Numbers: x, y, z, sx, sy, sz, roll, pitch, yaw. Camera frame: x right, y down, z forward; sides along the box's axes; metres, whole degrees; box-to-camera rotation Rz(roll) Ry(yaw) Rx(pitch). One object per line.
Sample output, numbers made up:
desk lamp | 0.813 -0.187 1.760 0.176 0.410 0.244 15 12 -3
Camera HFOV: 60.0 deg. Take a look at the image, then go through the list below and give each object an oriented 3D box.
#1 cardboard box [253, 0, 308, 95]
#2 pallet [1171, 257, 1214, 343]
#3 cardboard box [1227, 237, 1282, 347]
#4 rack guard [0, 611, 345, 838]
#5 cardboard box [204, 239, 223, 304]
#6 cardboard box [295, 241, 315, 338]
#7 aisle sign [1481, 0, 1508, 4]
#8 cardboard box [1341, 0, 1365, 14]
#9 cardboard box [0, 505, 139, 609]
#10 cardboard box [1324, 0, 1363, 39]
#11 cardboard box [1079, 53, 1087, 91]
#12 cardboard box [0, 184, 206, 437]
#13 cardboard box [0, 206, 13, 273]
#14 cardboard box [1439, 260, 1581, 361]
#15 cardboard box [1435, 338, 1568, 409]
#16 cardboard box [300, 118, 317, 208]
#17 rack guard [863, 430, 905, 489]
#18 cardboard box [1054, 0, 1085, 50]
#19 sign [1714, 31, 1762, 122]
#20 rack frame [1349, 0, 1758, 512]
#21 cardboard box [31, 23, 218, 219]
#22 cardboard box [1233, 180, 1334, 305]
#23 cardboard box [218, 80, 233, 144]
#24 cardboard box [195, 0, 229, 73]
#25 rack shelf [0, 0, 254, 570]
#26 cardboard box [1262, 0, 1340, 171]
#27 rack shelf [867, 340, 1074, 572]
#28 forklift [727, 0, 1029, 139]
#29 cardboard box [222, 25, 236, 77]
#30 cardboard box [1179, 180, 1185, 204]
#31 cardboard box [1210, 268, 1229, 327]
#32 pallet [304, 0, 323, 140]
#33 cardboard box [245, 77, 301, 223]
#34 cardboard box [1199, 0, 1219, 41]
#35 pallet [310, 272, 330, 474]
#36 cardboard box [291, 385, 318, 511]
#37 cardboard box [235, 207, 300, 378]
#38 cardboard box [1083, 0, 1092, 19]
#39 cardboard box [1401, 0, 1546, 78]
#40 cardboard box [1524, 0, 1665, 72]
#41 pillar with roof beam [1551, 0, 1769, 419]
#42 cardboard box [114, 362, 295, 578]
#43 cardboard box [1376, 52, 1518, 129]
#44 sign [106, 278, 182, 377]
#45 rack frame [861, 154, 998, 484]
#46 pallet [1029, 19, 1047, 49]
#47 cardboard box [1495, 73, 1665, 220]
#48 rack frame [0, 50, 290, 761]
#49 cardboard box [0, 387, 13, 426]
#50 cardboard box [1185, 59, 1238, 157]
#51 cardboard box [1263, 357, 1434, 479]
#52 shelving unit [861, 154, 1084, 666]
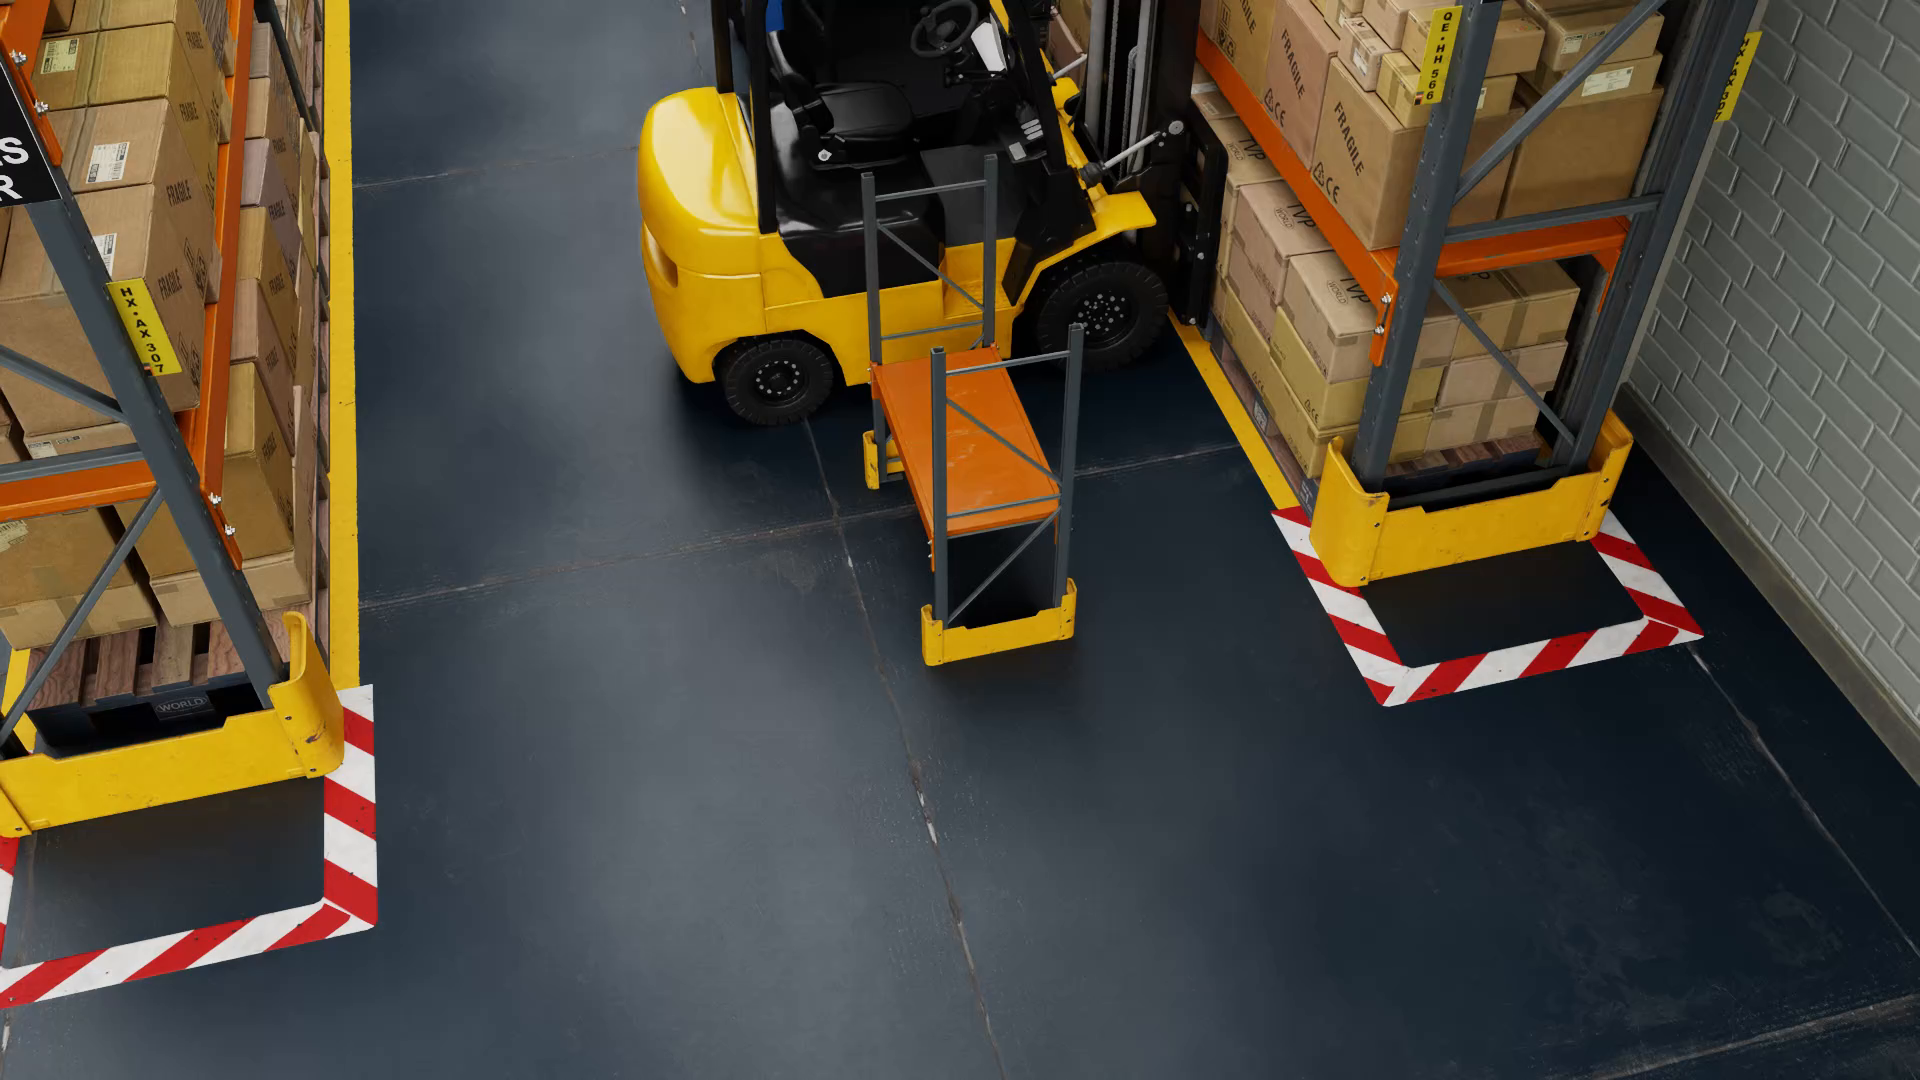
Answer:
cardboard box | -3.952 -2.535 8.680 0.950 0.372 0.625 -10 46 -10
pallet | 1.461 -1.479 8.052 1.003 0.211 1.213 -11 47 -10
cardboard box | 1.462 -1.081 6.990 0.500 0.250 0.500 -11 47 -11
rack guard | -2.811 0.638 5.774 1.175 0.500 0.348 -11 47 -10
cardboard box | -2.766 -0.922 5.729 0.380 0.149 0.250 -10 46 -10
cardboard box | -3.132 -1.054 7.314 0.500 0.250 0.500 -10 46 -10
aisle sign | 1.739 -1.905 4.697 0.394 0.787 0.004 -11 47 -10
cardboard box | 1.525 -2.010 5.887 0.380 0.149 0.250 -10 46 -9
cardboard box | -3.248 -0.137 5.890 0.500 0.500 0.500 -10 46 -10
cardboard box | 1.545 -1.906 5.993 0.380 0.149 0.250 -10 46 -10
cardboard box | 0.931 -2.298 8.533 0.500 0.250 0.500 -12 47 -11
cardboard box | -2.644 -0.701 5.059 0.500 0.500 0.500 -11 47 -11
cardboard box | -3.133 -0.986 4.638 0.700 0.500 0.500 -12 47 -11
cardboard box | 2.066 -0.995 6.556 0.500 0.250 0.500 -11 47 -11
cardboard box | 2.087 -0.817 6.731 0.500 0.250 0.500 -10 46 -10
cardboard box | -3.404 -1.771 8.017 0.500 0.250 0.500 -9 46 -9
rack guard | -0.108 -0.379 6.946 0.587 0.250 0.087 -11 47 -10
cardboard box | 0.808 -2.825 8.700 0.500 0.250 0.500 -11 47 -11
sign | 2.544 -1.522 5.480 0.100 0.325 0.005 -11 47 -10
rack frame | 2.006 -1.094 5.722 1.000 3.000 0.127 -11 47 -10
cardboard box | -2.912 -1.410 5.753 0.500 0.500 0.500 -12 47 -11
cardboard box | 1.450 -1.241 6.797 0.500 0.250 0.500 -10 46 -10
cardboard box | -3.037 -1.638 6.431 0.380 0.149 0.250 -10 46 -10
cardboard box | -3.185 -2.112 6.441 0.500 0.500 0.500 -10 46 -9
rack shelf | -3.303 -1.313 6.440 1.077 0.370 4.000 -11 47 -10
cardboard box | 1.503 -1.781 6.325 0.500 0.500 0.500 -9 46 -9
rack shelf | 0.022 -0.340 6.285 0.538 0.185 1.000 -11 47 -10
forklift | -0.285 -3.235 7.868 1.130 2.935 3.031 -18 48 -16
cardboard box | -3.175 -1.991 6.777 0.380 0.149 0.250 -11 47 -11
cardboard box | 1.184 -1.780 7.675 0.500 0.250 0.500 -11 47 -10
cardboard box | 1.343 -1.238 7.494 0.500 0.250 0.500 -10 46 -10
pallet | -4.016 -2.507 9.059 1.003 0.211 1.213 -11 47 -10
cardboard box | -3.272 -1.683 7.405 0.500 0.500 0.500 -10 46 -10
cardboard box | 1.232 -2.480 7.010 0.500 0.500 0.500 -10 46 -10
pallet | -3.293 -0.669 7.258 1.003 0.211 1.213 -11 47 -10
cardboard box | -2.854 -0.330 6.604 0.500 0.250 0.500 -9 46 -9
cardboard box | -2.995 -0.963 6.700 0.500 0.500 0.500 -10 46 -10
cardboard box | 0.924 -2.644 8.172 0.500 0.250 0.500 -11 47 -10
cardboard box | 1.711 -1.669 5.553 0.380 0.149 0.250 -11 47 -10
cardboard box | 2.127 -1.731 5.614 0.380 0.149 0.250 -12 47 -11
pillar with roof beam | -1.462 -3.053 3.441 9.100 9.000 0.400 -11 47 -10
cardboard box | -2.737 -0.255 6.006 0.500 0.500 0.500 -12 47 -12
cardboard box | 1.647 -1.545 5.639 0.380 0.149 0.250 -10 46 -10
sign | -2.267 -0.587 4.618 0.100 0.325 0.005 -11 47 -10
rack frame | -0.108 -0.817 6.501 0.500 1.500 0.032 -11 47 -10
pallet | 0.756 -3.382 9.916 1.003 0.211 1.213 -11 47 -10
cardboard box | 2.148 -1.522 6.071 0.500 0.500 0.500 -9 46 -9
rack frame | -2.791 -0.184 4.830 1.000 3.000 0.127 -11 47 -10
cardboard box | -3.196 -0.648 5.006 0.500 0.500 0.500 -11 47 -11
cardboard box | 1.189 -1.939 7.481 0.500 0.250 0.500 -12 47 -11
cardboard box | 1.581 -0.546 6.816 0.500 0.250 0.500 -10 46 -10
shelving unit | 0.020 -0.472 6.163 0.587 1.500 1.083 -11 47 -10
